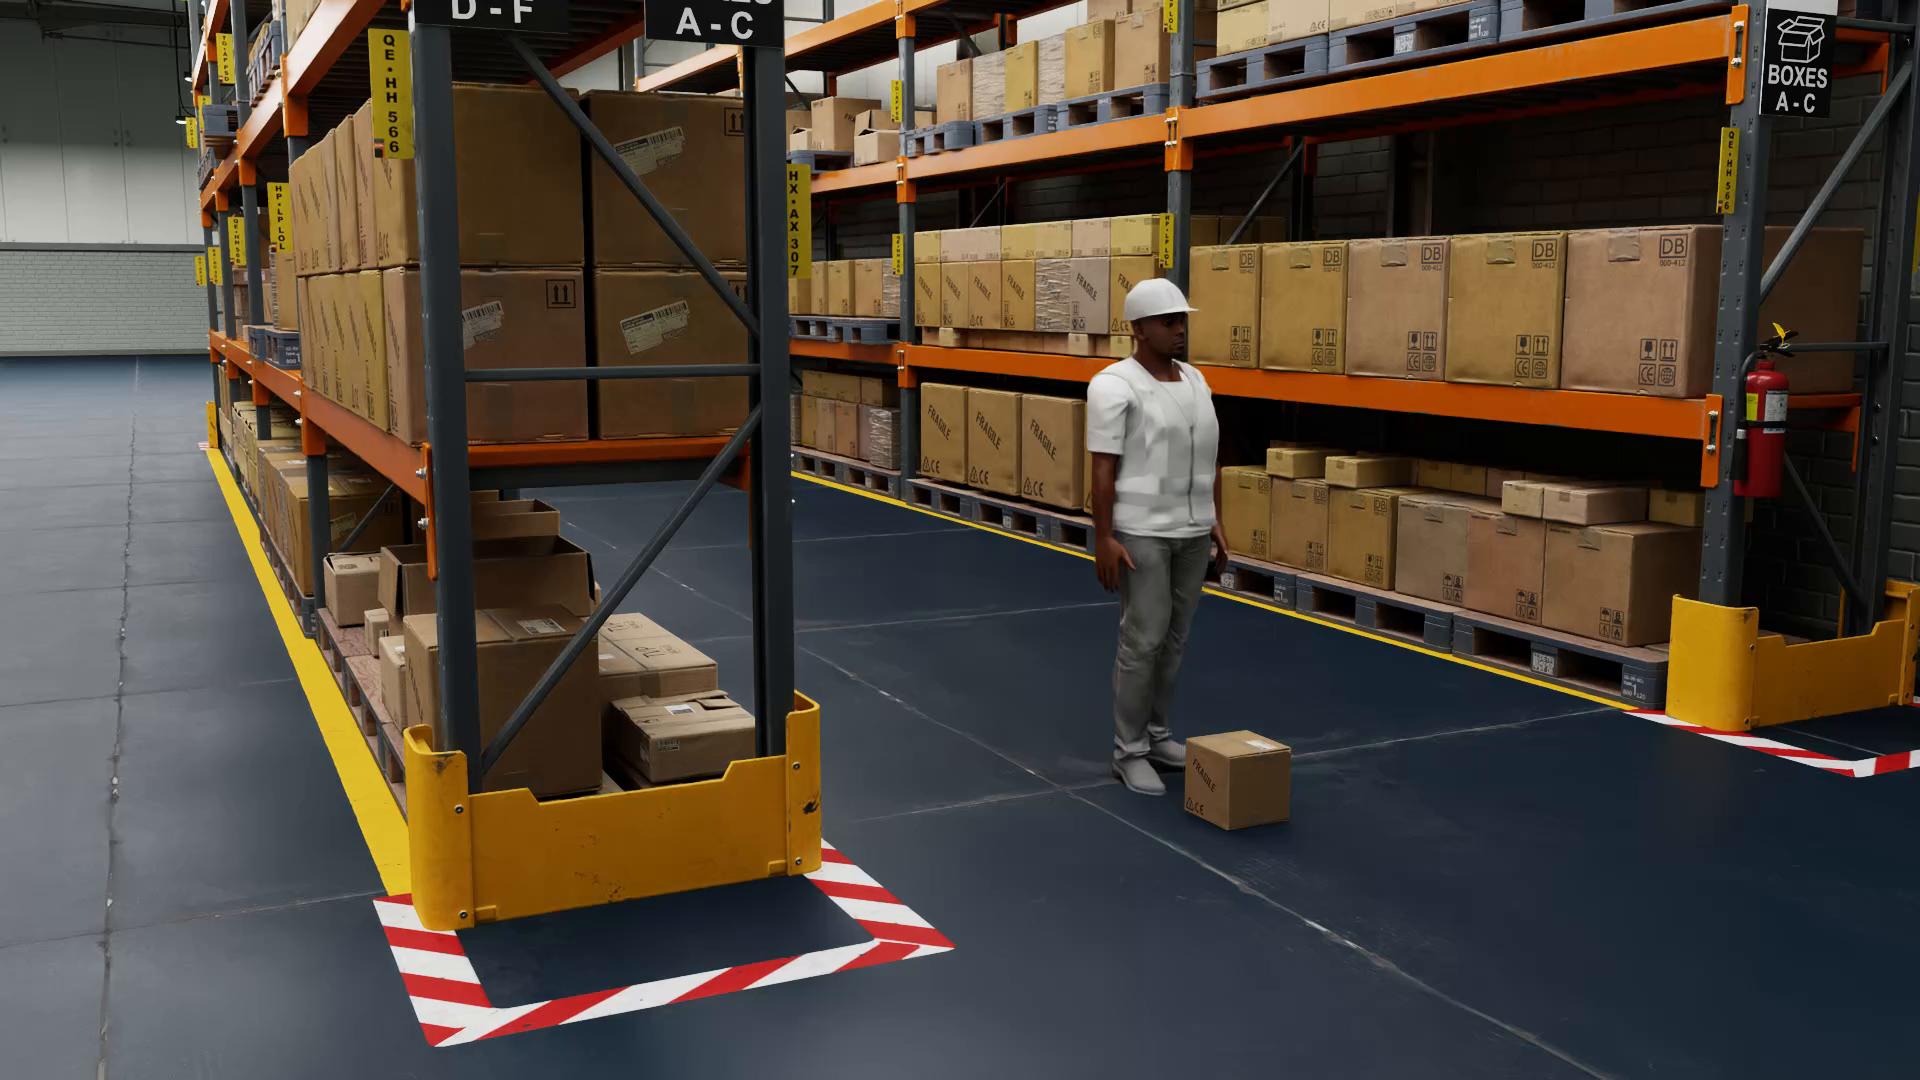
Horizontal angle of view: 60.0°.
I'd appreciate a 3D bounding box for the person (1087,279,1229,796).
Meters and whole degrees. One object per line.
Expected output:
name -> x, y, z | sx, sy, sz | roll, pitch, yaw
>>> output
person -> 0.713, -0.021, 5.899 | 0.610, 1.792, 0.388 | -7, 11, -38
